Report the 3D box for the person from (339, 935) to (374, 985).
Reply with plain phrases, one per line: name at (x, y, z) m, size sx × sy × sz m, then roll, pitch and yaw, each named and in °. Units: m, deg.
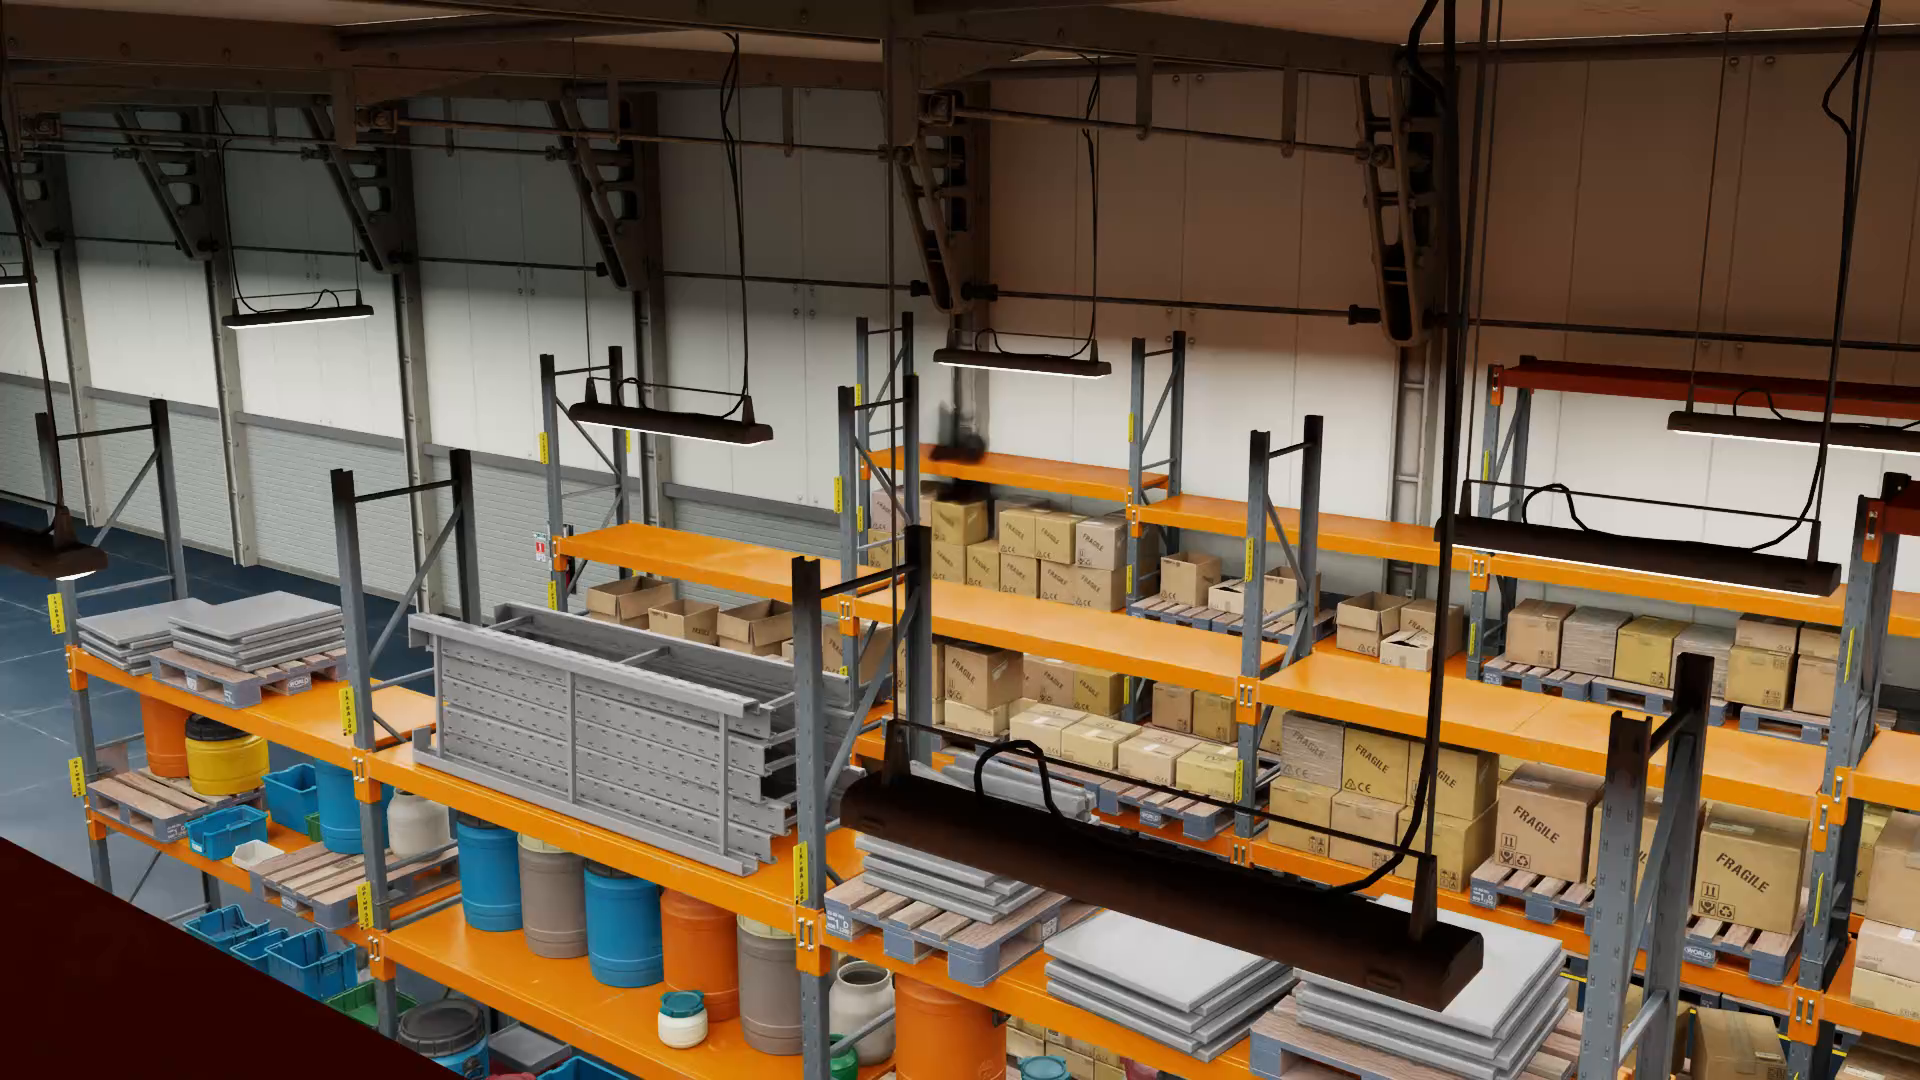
person at (-5.577, 3.678, 15.618) m, size 0.616 × 1.742 × 0.677 m, roll 7°, pitch 15°, yaw 27°
